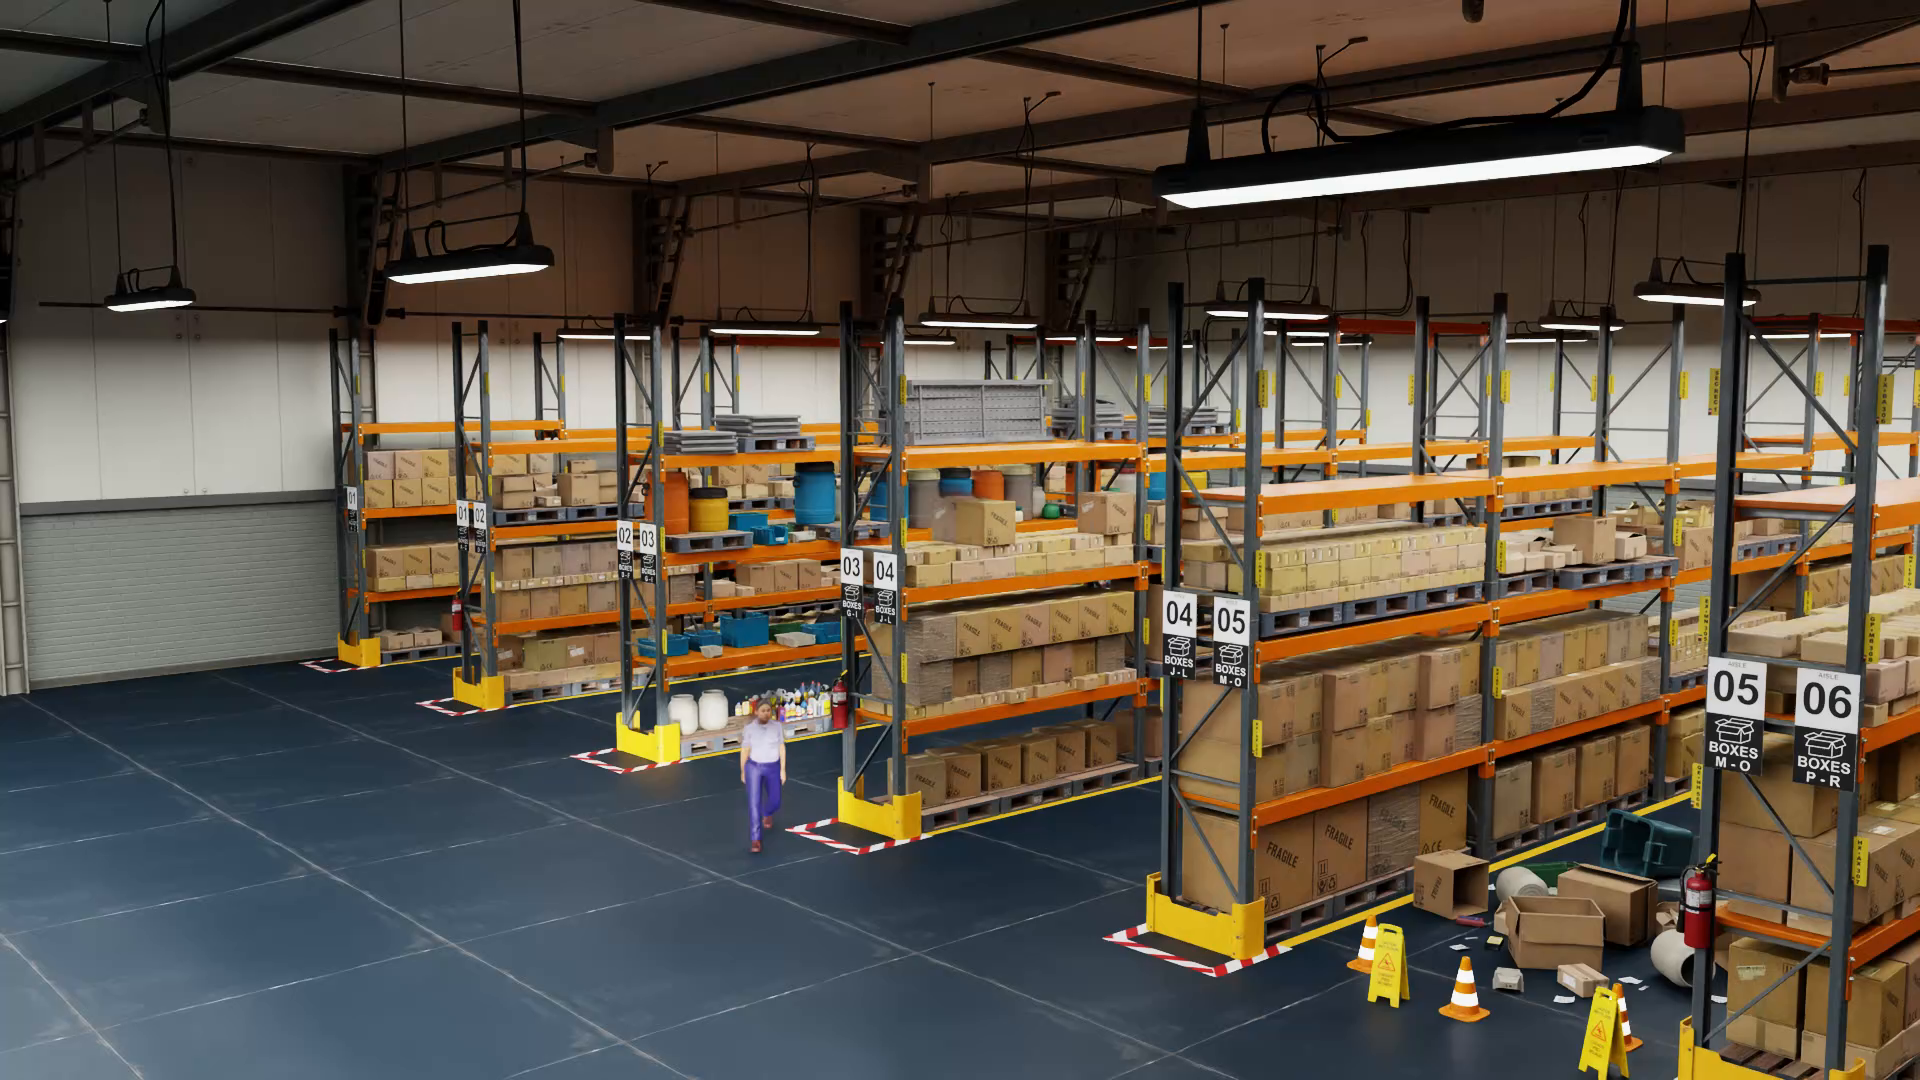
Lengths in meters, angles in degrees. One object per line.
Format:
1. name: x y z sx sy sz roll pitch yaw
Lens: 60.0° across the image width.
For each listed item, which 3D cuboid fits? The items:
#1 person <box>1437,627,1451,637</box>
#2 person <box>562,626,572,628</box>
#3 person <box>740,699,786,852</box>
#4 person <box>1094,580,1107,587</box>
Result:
1. person: 6.879 1.976 23.695 1.078 1.662 0.564 -6 8 -45
2. person: -6.949 1.390 29.316 0.530 1.716 1.028 4 7 33
3. person: -2.188 2.553 18.453 0.498 1.580 0.948 -2 6 -21
4. person: 2.661 1.052 32.641 1.060 1.723 0.593 -4 7 -33
